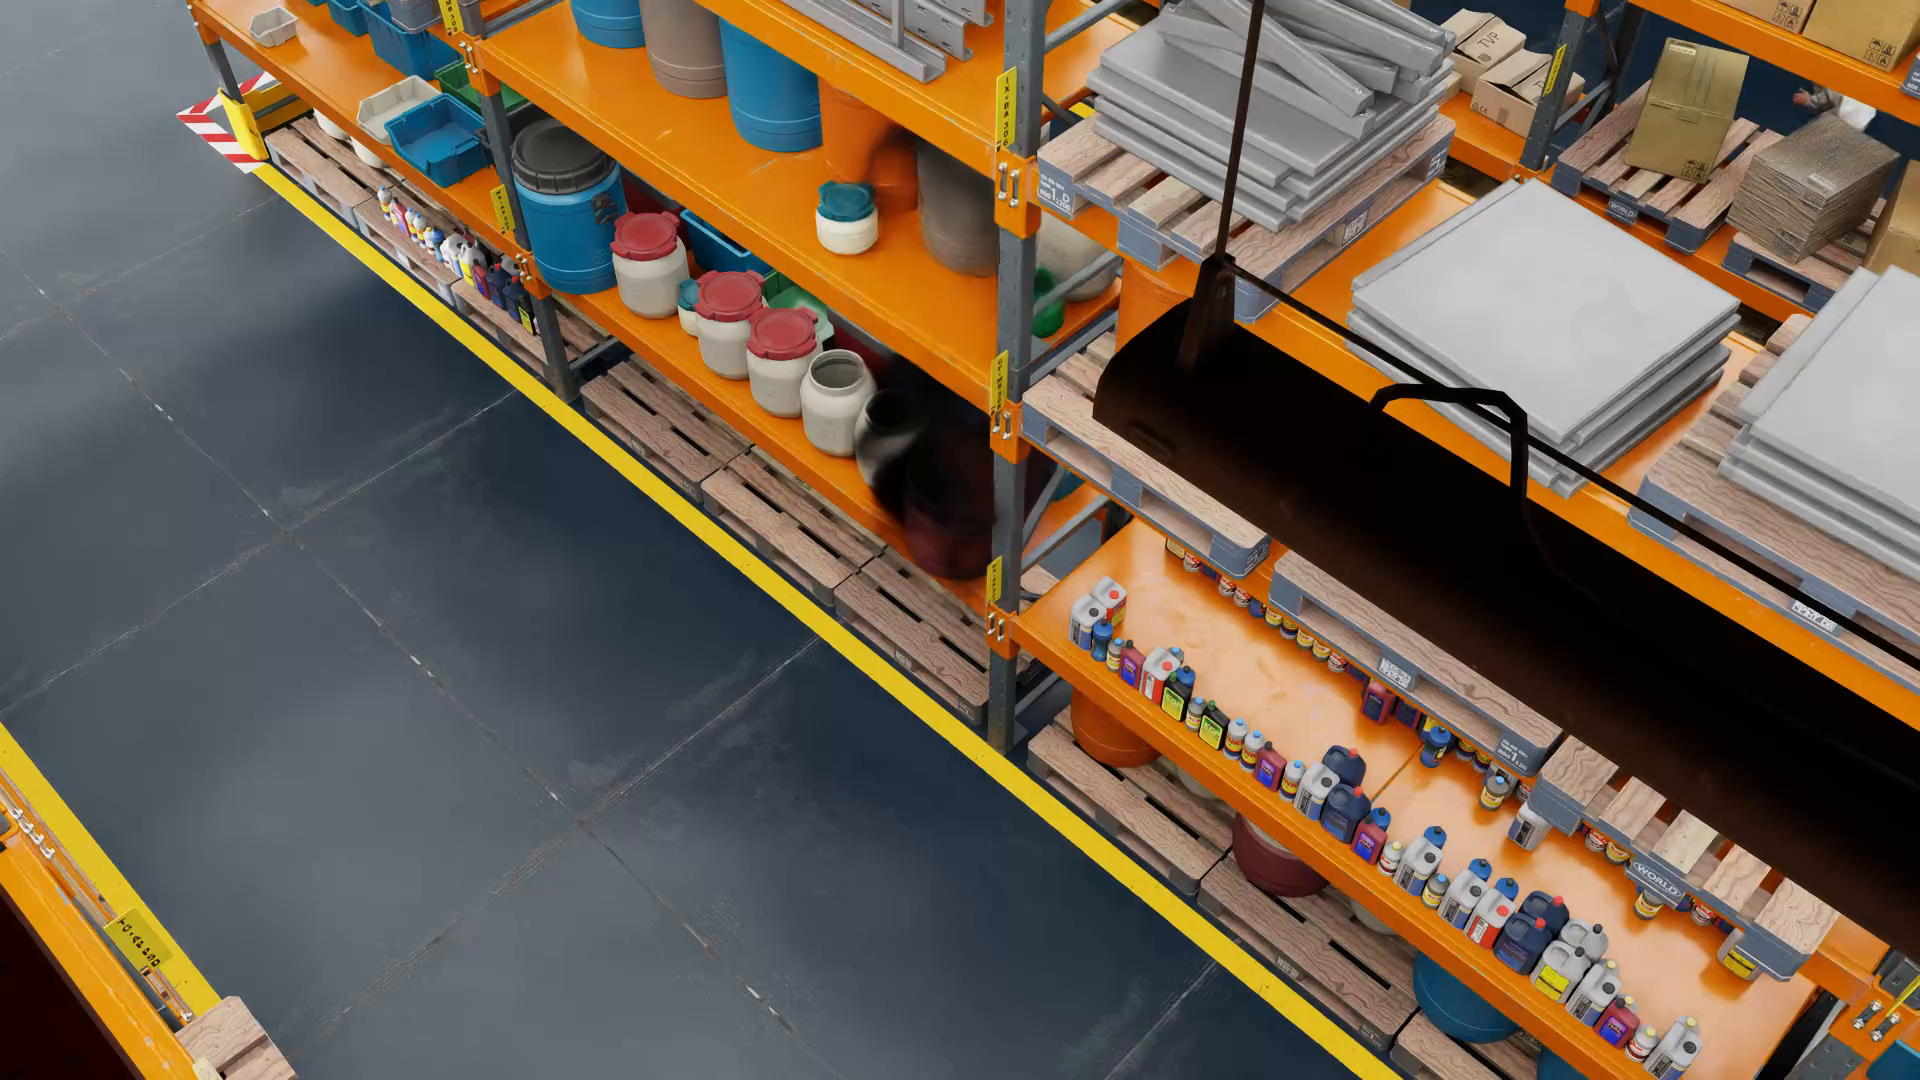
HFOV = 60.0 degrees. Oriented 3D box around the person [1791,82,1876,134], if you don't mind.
[{"bbox_3d":[6.261,-2.908,11.751,0.696,1.731,1.049,-37,59,-27],"label":"person"}]
